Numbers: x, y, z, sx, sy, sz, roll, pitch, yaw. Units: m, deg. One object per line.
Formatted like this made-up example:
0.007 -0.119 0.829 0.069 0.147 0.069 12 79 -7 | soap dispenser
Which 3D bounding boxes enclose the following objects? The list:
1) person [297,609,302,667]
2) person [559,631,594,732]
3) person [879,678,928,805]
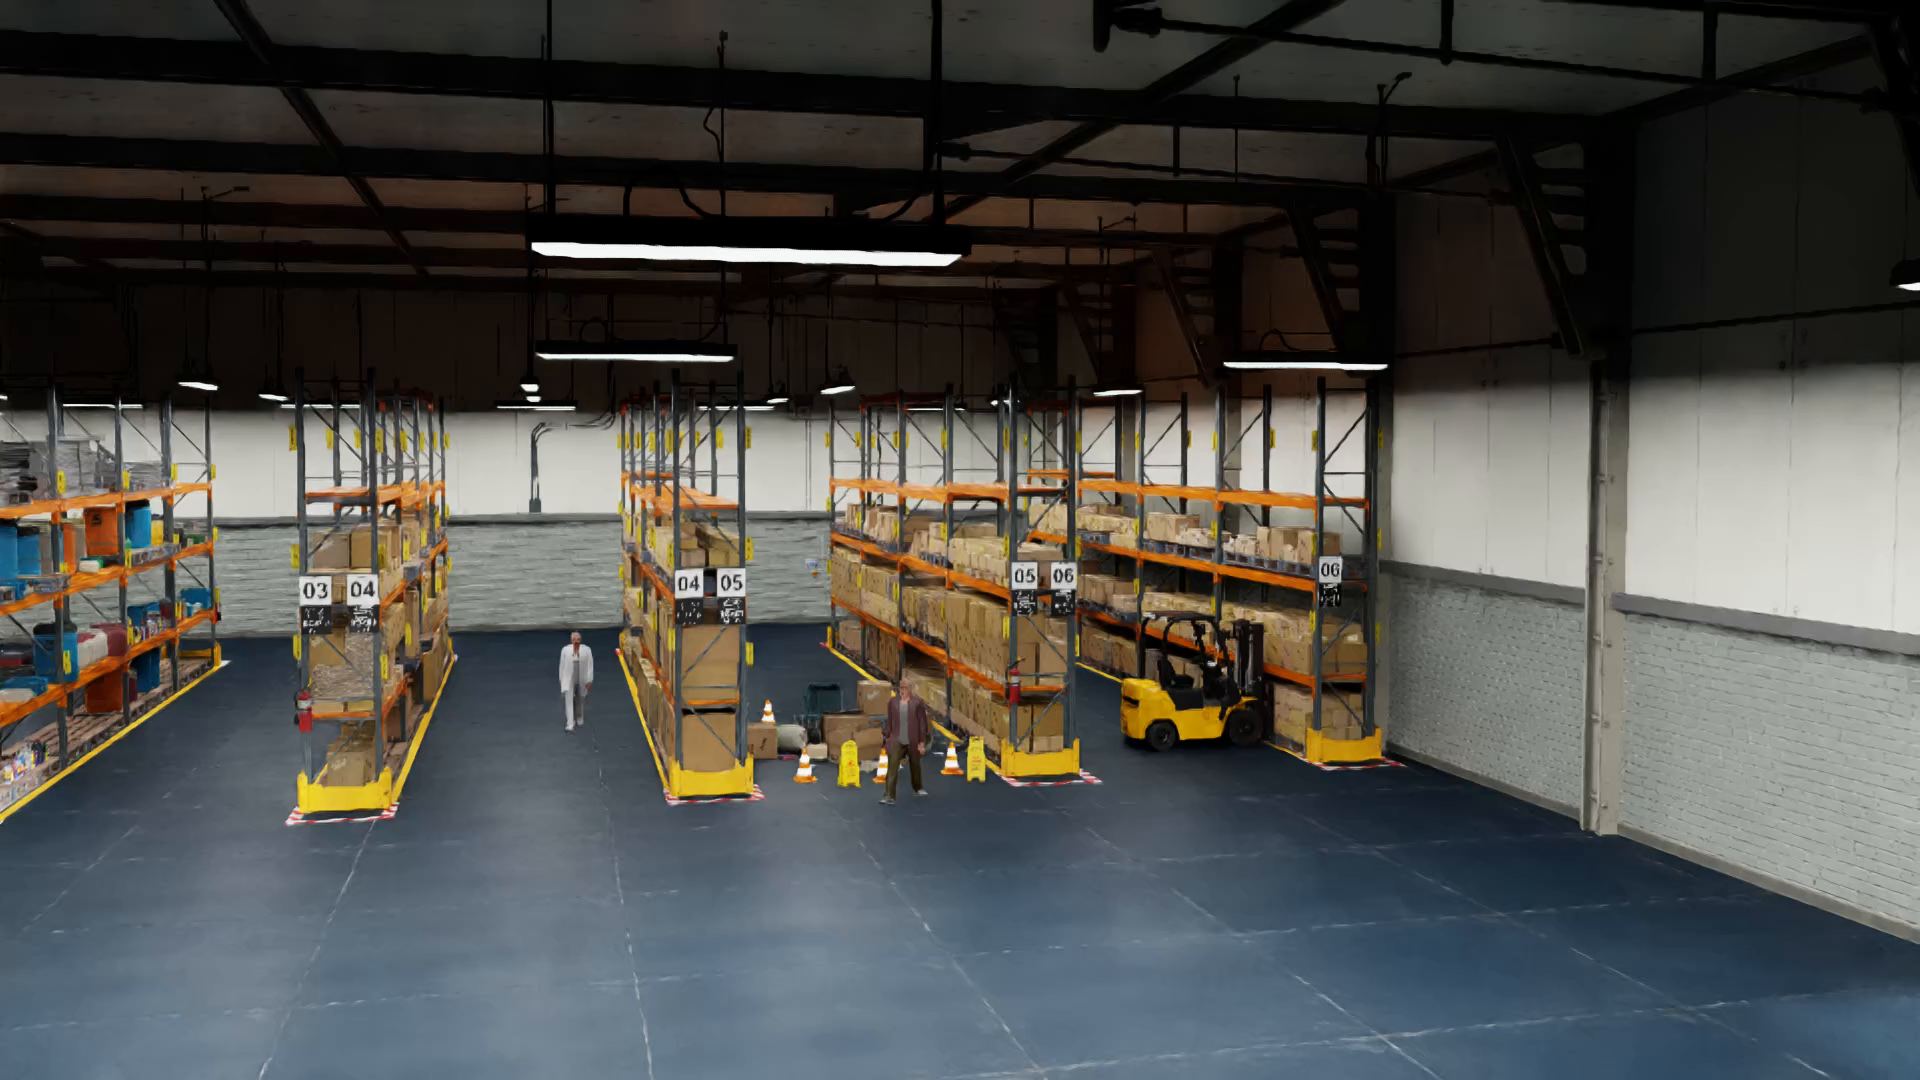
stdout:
-14.527 2.009 36.972 0.417 1.489 0.981 -1 4 -15 | person
-6.629 2.419 28.743 0.588 1.700 1.193 -1 4 -16 | person
-0.762 2.762 22.955 0.631 1.733 1.016 1 3 10 | person
